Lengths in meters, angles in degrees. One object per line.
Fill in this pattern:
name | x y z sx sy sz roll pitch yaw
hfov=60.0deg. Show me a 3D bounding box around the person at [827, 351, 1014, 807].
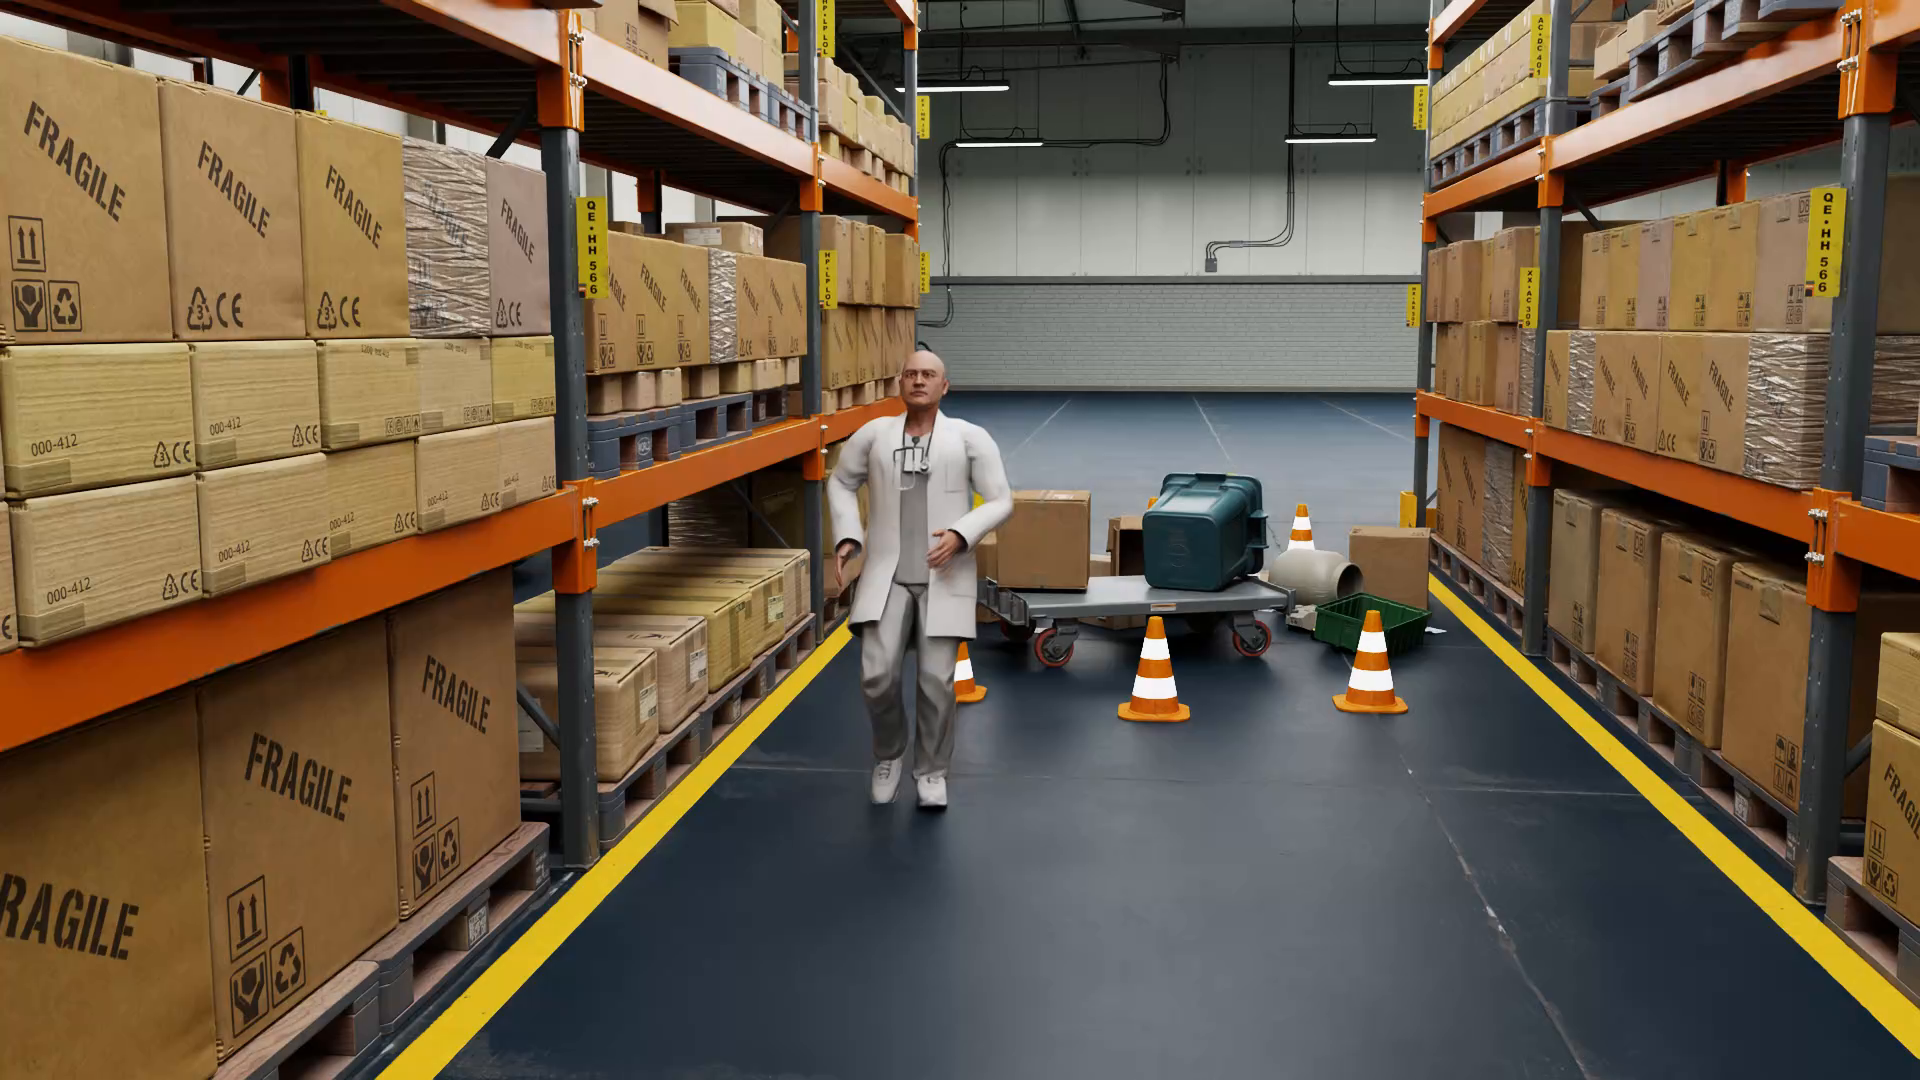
person | -0.172 0.158 6.352 0.745 1.750 0.545 1 7 5
